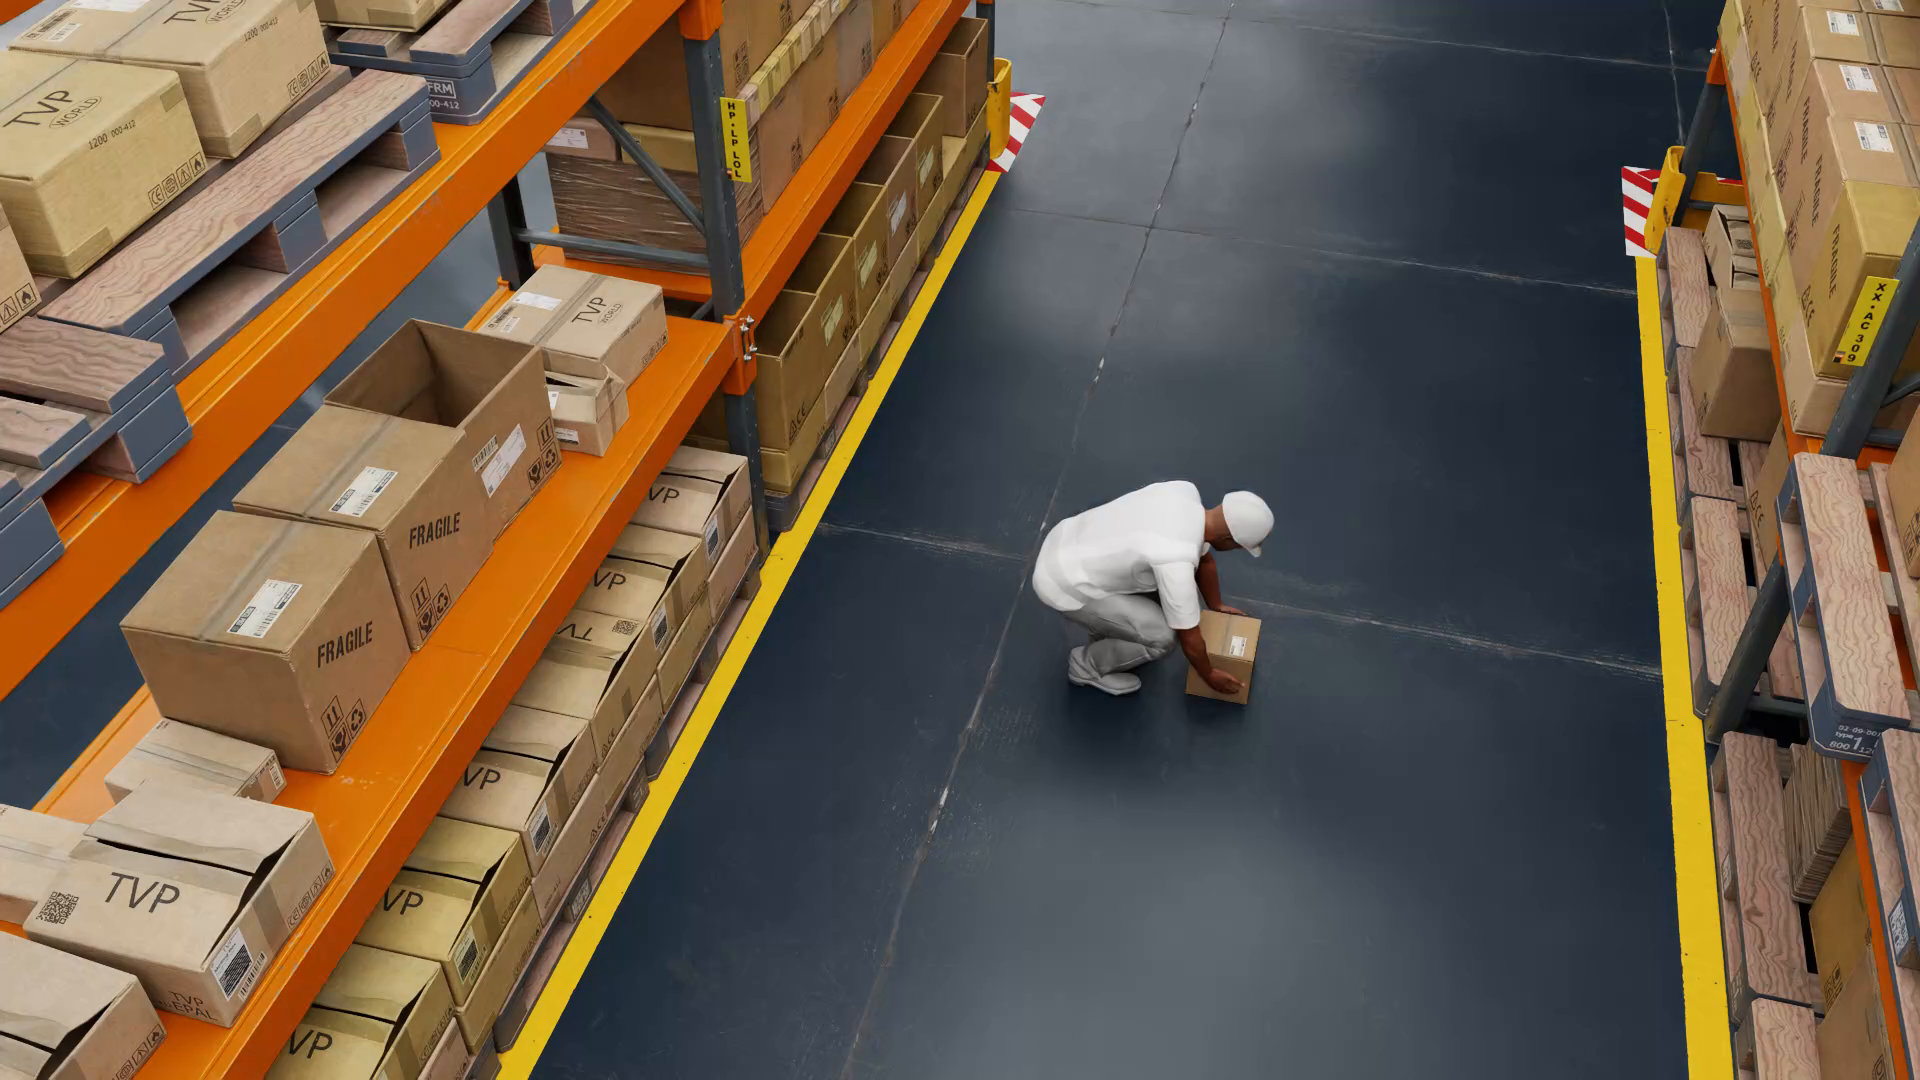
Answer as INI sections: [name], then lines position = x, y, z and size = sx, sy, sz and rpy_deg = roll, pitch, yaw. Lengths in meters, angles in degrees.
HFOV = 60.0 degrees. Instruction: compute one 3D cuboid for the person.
[person]
position = 0.753, 0.145, 6.619
size = 0.896, 0.927, 0.570
rpy_deg = 10, 42, 11
